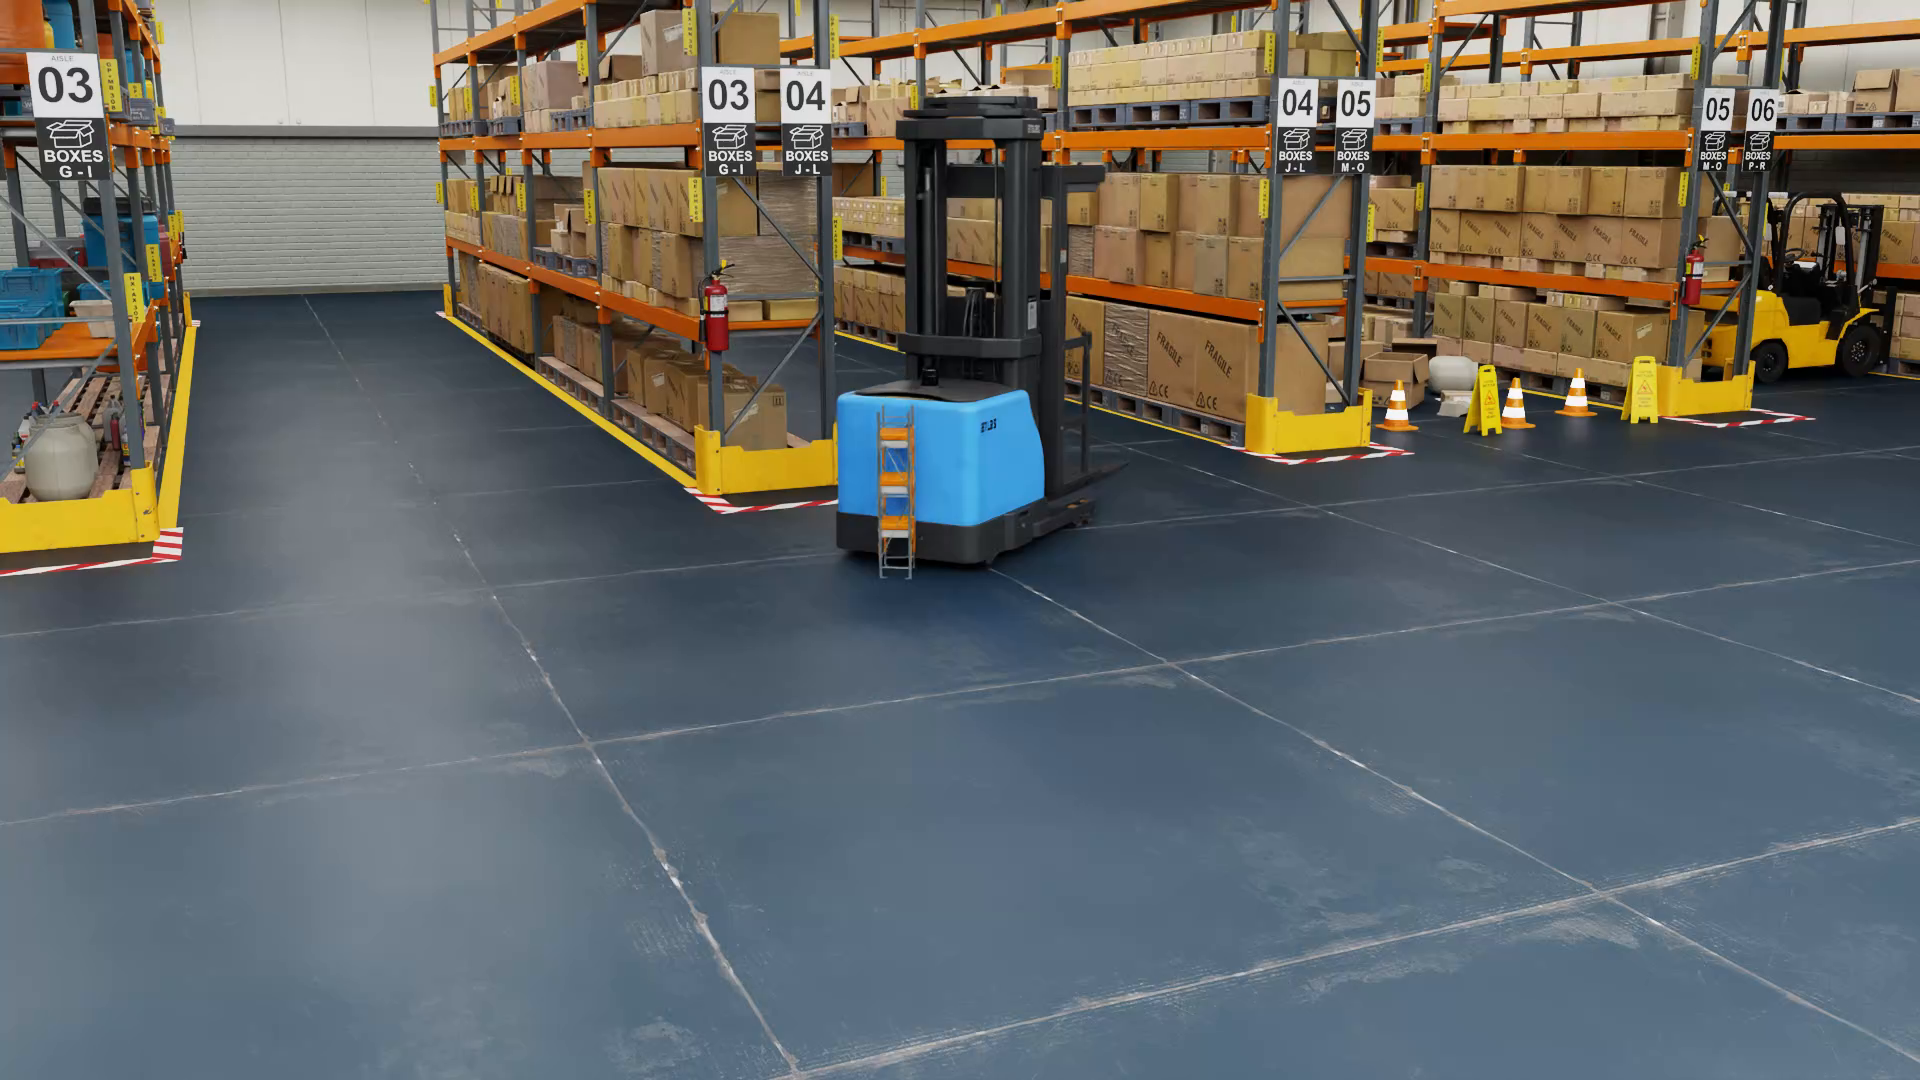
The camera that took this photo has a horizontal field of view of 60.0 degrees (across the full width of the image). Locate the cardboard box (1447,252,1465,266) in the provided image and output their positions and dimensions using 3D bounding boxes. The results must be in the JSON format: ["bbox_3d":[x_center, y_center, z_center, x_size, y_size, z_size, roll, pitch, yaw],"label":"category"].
[{"bbox_3d":[5.996,-3.333,19.678,0.380,0.149,0.250,-5,14,-21],"label":"cardboard box"}]

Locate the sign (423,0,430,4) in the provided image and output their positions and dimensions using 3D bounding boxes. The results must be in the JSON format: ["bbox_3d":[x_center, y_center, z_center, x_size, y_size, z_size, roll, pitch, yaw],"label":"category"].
[{"bbox_3d":[-8.383,-8.588,26.095,0.100,0.325,0.005,-6,14,-23],"label":"sign"}]

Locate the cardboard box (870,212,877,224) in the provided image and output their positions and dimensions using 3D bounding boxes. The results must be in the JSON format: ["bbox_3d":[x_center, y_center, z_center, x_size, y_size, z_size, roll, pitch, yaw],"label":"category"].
[{"bbox_3d":[-1.013,-4.405,22.715,0.380,0.149,0.250,-6,14,-23],"label":"cardboard box"}]

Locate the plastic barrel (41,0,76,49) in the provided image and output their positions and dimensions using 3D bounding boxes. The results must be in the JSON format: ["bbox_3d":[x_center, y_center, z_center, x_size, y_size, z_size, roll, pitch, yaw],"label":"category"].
[{"bbox_3d":[-7.303,-3.950,13.088,0.600,0.901,0.708,-6,14,-23],"label":"plastic barrel"}]

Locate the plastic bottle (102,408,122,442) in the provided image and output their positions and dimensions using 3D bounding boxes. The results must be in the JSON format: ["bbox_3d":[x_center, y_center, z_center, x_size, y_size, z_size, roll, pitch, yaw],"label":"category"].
[{"bbox_3d":[-7.130,-0.977,14.004,0.152,0.276,0.135,-6,14,-23],"label":"plastic bottle"}]

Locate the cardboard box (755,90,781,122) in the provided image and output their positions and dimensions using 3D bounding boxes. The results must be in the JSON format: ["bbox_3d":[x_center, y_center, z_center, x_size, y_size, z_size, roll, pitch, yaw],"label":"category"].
[{"bbox_3d":[-1.419,-3.387,13.032,0.500,0.250,0.500,-5,14,-21],"label":"cardboard box"}]

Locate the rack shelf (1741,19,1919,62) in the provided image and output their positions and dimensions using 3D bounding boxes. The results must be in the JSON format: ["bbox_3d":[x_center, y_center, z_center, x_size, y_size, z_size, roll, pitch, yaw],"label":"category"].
[{"bbox_3d":[11.363,-6.011,19.866,1.077,0.370,4.000,-6,14,-23],"label":"rack shelf"}]

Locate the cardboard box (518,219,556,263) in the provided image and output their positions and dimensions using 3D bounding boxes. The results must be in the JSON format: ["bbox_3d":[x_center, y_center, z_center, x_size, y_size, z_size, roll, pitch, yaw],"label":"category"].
[{"bbox_3d":[-5.092,-3.657,20.297,0.500,0.500,0.500,-5,14,-21],"label":"cardboard box"}]

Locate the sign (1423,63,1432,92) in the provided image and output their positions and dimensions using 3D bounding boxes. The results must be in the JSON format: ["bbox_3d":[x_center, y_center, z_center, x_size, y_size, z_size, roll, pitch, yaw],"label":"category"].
[{"bbox_3d":[5.508,-5.452,19.600,0.100,0.325,0.005,-6,14,-23],"label":"sign"}]

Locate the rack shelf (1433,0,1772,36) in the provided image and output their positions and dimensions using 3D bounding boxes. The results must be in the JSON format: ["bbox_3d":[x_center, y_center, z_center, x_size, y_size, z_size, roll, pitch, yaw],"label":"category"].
[{"bbox_3d":[6.816,-5.755,17.880,1.077,0.370,4.000,-6,14,-23],"label":"rack shelf"}]

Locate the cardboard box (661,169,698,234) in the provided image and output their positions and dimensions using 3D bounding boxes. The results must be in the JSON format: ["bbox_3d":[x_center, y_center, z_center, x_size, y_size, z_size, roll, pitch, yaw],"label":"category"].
[{"bbox_3d":[-2.115,-2.751,13.504,0.500,0.500,0.500,-6,14,-23],"label":"cardboard box"}]

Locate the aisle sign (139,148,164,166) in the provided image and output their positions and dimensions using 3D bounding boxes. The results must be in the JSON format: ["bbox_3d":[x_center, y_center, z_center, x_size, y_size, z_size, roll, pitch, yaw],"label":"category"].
[{"bbox_3d":[-12.171,-6.042,25.058,0.394,0.787,0.004,-6,14,-23],"label":"aisle sign"}]

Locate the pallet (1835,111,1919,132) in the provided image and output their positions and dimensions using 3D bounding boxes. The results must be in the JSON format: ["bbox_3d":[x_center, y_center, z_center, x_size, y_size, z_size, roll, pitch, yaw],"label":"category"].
[{"bbox_3d":[11.412,-5.039,20.034,1.003,0.211,1.213,-6,14,-23],"label":"pallet"}]

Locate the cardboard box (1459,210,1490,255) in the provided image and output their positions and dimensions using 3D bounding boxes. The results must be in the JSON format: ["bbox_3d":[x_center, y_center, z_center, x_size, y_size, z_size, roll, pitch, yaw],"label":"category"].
[{"bbox_3d":[6.158,-3.573,19.275,0.500,0.500,0.500,-6,14,-23],"label":"cardboard box"}]

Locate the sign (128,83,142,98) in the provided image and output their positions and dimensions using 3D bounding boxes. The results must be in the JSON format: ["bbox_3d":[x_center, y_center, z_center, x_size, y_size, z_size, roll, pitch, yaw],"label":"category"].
[{"bbox_3d":[-7.095,-3.768,14.326,0.100,0.325,0.005,-6,14,-23],"label":"sign"}]

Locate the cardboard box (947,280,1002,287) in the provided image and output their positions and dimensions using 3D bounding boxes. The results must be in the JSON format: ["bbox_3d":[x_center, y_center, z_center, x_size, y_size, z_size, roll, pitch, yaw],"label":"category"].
[{"bbox_3d":[0.079,-2.930,21.437,1.050,0.750,0.750,-6,14,-24],"label":"cardboard box"}]

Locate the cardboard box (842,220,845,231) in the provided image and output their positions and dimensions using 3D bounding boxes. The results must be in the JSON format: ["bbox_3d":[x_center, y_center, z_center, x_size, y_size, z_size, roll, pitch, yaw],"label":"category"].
[{"bbox_3d":[-1.533,-4.528,23.909,0.380,0.149,0.250,-6,14,-25],"label":"cardboard box"}]

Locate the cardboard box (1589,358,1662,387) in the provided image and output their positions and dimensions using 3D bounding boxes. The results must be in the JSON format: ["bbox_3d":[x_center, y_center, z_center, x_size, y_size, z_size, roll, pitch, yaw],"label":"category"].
[{"bbox_3d":[7.038,-1.784,17.591,0.500,0.250,0.500,-6,14,-23],"label":"cardboard box"}]

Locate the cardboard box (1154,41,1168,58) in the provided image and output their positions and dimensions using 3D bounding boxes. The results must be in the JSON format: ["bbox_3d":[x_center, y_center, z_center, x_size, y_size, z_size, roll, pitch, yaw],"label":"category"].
[{"bbox_3d":[2.066,-4.638,15.739,0.380,0.149,0.250,-6,14,-23],"label":"cardboard box"}]

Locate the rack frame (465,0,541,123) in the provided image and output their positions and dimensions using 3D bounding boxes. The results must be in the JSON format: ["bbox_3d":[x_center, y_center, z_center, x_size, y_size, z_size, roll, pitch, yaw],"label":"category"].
[{"bbox_3d":[-6.270,-7.278,22.858,1.000,3.000,0.127,-6,14,-23],"label":"rack frame"}]

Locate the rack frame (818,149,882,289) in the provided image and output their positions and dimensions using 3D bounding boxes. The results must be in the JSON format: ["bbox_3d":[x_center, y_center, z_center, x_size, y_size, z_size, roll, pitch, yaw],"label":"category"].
[{"bbox_3d":[-1.684,-4.782,25.380,1.000,3.000,0.127,-6,14,-23],"label":"rack frame"}]

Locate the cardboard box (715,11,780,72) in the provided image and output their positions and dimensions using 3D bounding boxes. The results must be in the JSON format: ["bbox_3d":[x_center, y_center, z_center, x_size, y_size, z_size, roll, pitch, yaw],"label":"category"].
[{"bbox_3d":[-1.810,-4.106,13.814,0.500,0.500,0.500,-6,14,-23],"label":"cardboard box"}]

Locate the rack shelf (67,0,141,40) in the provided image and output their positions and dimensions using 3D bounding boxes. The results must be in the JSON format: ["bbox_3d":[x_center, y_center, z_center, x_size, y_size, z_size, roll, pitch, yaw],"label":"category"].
[{"bbox_3d":[-8.404,-5.046,15.695,1.077,0.370,4.000,-6,14,-23],"label":"rack shelf"}]

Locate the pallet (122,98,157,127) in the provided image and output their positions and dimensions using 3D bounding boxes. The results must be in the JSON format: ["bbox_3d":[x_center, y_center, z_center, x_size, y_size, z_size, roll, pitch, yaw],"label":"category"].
[{"bbox_3d":[-7.225,-3.484,13.538,1.213,0.211,1.003,-6,14,-23],"label":"pallet"}]

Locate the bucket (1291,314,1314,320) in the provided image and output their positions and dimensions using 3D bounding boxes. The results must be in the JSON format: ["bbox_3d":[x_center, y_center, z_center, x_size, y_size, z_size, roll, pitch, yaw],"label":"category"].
[{"bbox_3d":[3.687,-2.455,19.215,0.726,0.611,0.620,-1,3,-4],"label":"bucket"}]

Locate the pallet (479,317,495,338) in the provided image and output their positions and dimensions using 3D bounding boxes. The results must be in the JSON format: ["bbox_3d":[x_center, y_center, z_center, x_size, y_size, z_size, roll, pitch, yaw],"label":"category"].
[{"bbox_3d":[-6.503,-3.161,24.558,1.003,0.211,1.213,-6,14,-23],"label":"pallet"}]

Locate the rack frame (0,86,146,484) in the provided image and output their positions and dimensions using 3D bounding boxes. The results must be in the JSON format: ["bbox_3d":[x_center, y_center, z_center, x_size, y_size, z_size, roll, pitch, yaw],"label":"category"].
[{"bbox_3d":[-6.001,-1.429,10.890,1.000,3.000,0.127,-6,14,-23],"label":"rack frame"}]

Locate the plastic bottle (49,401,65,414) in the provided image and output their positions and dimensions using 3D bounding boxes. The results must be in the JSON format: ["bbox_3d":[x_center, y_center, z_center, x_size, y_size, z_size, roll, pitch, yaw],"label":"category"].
[{"bbox_3d":[-7.528,-0.988,13.883,0.144,0.351,0.185,-6,14,-23],"label":"plastic bottle"}]

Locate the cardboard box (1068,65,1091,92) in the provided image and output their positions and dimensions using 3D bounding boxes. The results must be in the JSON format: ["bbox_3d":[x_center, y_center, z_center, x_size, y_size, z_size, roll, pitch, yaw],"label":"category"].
[{"bbox_3d":[1.459,-4.790,17.280,0.500,0.250,0.500,-6,14,-23],"label":"cardboard box"}]

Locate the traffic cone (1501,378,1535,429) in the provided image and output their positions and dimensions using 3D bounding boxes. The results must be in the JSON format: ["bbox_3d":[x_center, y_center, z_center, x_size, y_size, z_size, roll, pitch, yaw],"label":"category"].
[{"bbox_3d":[5.382,-1.337,16.120,0.336,0.463,0.334,-6,14,-23],"label":"traffic cone"}]

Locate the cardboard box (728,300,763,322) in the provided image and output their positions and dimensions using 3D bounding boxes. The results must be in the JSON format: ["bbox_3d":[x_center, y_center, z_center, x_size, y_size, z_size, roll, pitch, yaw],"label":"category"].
[{"bbox_3d":[-1.766,-1.794,13.025,0.380,0.149,0.250,-6,14,-23],"label":"cardboard box"}]

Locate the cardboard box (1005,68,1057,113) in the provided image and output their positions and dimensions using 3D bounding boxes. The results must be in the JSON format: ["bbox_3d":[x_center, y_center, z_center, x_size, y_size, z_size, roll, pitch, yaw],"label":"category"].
[{"bbox_3d":[0.871,-5.385,19.959,0.500,0.500,0.500,-6,14,-23],"label":"cardboard box"}]

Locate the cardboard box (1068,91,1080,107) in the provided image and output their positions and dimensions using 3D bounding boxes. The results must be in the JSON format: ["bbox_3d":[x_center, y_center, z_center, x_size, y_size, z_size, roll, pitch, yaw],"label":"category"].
[{"bbox_3d":[1.354,-4.616,17.413,0.380,0.149,0.250,-6,14,-24],"label":"cardboard box"}]

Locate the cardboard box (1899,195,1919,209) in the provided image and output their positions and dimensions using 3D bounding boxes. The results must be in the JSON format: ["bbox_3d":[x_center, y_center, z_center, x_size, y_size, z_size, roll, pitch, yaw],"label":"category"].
[{"bbox_3d":[11.333,-3.986,19.622,0.380,0.149,0.250,-5,14,-22],"label":"cardboard box"}]

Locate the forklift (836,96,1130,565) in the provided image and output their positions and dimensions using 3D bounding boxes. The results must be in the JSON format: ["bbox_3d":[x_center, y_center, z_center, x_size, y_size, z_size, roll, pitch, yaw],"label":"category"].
[{"bbox_3d":[0.328,-1.557,11.596,1.130,2.935,3.031,7,15,27],"label":"forklift"}]

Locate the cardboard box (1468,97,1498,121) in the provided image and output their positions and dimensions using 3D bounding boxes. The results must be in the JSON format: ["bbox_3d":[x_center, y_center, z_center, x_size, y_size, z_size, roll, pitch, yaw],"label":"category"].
[{"bbox_3d":[6.156,-4.909,18.950,0.500,0.250,0.500,-6,14,-23],"label":"cardboard box"}]

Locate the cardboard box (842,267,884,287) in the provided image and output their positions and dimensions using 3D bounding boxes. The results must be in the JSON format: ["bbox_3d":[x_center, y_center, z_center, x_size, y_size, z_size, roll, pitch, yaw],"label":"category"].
[{"bbox_3d":[-1.415,-3.848,24.293,0.500,0.250,0.500,-5,14,-21],"label":"cardboard box"}]

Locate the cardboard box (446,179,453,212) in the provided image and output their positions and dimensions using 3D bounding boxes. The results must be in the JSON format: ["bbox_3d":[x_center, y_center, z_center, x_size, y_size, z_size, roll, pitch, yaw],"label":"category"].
[{"bbox_3d":[-7.727,-5.392,26.024,0.500,0.500,0.500,-6,14,-24],"label":"cardboard box"}]

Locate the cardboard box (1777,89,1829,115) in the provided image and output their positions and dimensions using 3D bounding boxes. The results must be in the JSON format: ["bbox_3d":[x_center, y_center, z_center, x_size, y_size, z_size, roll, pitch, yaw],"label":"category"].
[{"bbox_3d":[10.672,-5.524,20.977,0.500,0.311,0.500,-5,14,-22],"label":"cardboard box"}]

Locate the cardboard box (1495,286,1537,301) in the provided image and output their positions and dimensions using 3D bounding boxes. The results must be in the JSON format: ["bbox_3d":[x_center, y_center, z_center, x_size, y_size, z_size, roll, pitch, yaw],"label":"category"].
[{"bbox_3d":[6.317,-2.805,18.901,0.380,0.149,0.250,-5,14,-20],"label":"cardboard box"}]

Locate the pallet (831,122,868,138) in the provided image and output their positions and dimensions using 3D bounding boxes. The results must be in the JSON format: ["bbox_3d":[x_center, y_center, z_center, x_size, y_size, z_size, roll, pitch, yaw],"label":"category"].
[{"bbox_3d":[-1.117,-5.801,23.546,1.213,0.211,1.003,-6,14,-23],"label":"pallet"}]

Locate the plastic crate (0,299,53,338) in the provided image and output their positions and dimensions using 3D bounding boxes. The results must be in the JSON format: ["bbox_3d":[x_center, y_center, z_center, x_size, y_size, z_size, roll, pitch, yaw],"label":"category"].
[{"bbox_3d":[-6.730,-1.567,11.818,0.499,0.251,0.408,-6,14,-23],"label":"plastic crate"}]

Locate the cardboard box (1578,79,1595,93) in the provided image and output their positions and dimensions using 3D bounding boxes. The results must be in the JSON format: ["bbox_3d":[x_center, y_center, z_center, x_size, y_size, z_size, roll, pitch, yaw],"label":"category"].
[{"bbox_3d":[6.798,-4.814,17.654,0.380,0.149,0.250,-6,14,-25],"label":"cardboard box"}]

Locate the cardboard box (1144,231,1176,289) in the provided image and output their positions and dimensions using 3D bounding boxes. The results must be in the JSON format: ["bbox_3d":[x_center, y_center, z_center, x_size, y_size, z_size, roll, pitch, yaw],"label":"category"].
[{"bbox_3d":[2.333,-2.793,16.453,0.875,0.550,0.500,-6,14,-23],"label":"cardboard box"}]

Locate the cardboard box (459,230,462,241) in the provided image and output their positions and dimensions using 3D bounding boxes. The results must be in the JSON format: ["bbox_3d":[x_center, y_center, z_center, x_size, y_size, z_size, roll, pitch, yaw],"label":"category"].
[{"bbox_3d":[-7.415,-4.638,25.315,0.380,0.149,0.250,-6,14,-24],"label":"cardboard box"}]

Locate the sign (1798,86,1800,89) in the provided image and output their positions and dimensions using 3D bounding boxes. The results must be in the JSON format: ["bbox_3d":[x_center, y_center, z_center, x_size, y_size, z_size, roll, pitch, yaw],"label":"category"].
[{"bbox_3d":[11.070,-5.849,22.014,0.100,0.325,0.005,-6,14,-23],"label":"sign"}]

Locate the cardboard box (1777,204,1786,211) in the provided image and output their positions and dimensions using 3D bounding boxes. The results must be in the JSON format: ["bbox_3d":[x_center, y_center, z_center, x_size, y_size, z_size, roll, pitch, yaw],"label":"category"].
[{"bbox_3d":[10.683,-4.217,21.277,0.380,0.149,0.250,-6,14,-23],"label":"cardboard box"}]

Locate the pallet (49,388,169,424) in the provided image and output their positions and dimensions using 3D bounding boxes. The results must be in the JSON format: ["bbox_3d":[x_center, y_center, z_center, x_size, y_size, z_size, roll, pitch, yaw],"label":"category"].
[{"bbox_3d":[-8.446,-1.308,16.551,1.003,0.211,1.213,-6,14,-23],"label":"pallet"}]

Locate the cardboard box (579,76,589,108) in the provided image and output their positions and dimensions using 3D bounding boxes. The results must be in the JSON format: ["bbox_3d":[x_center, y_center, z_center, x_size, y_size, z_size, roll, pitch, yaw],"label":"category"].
[{"bbox_3d":[-3.541,-4.719,17.295,0.797,0.503,0.637,-5,14,-21],"label":"cardboard box"}]

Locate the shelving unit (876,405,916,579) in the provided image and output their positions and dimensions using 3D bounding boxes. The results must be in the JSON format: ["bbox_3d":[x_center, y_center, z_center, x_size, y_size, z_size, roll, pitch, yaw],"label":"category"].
[{"bbox_3d":[-0.394,-0.297,10.314,0.215,1.050,0.252,1,14,4],"label":"shelving unit"}]

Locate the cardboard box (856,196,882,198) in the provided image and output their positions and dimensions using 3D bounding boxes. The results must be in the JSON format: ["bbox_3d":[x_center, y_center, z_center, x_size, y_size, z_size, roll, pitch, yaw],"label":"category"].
[{"bbox_3d":[-1.345,-5.089,25.012,0.380,0.149,0.250,-5,14,-20],"label":"cardboard box"}]

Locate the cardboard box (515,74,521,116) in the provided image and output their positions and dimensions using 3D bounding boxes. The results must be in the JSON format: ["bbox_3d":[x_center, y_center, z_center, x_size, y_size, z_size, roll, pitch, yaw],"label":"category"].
[{"bbox_3d":[-4.978,-5.365,20.083,0.797,0.503,0.637,-5,14,-20],"label":"cardboard box"}]

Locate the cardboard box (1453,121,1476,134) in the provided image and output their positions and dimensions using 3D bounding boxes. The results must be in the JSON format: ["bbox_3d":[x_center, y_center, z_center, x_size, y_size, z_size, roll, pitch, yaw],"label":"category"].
[{"bbox_3d":[5.967,-4.790,19.320,0.380,0.149,0.250,-6,14,-23],"label":"cardboard box"}]

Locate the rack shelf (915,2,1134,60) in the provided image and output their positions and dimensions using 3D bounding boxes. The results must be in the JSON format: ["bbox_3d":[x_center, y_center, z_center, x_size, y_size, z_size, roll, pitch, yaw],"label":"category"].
[{"bbox_3d":[0.719,-5.920,19.474,1.077,0.370,4.000,-6,14,-23],"label":"rack shelf"}]

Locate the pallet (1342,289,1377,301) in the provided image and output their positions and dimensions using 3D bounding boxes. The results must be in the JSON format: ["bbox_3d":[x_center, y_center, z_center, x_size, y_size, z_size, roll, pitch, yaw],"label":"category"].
[{"bbox_3d":[7.083,-4.483,30.270,1.003,0.211,1.213,-6,14,-23],"label":"pallet"}]
